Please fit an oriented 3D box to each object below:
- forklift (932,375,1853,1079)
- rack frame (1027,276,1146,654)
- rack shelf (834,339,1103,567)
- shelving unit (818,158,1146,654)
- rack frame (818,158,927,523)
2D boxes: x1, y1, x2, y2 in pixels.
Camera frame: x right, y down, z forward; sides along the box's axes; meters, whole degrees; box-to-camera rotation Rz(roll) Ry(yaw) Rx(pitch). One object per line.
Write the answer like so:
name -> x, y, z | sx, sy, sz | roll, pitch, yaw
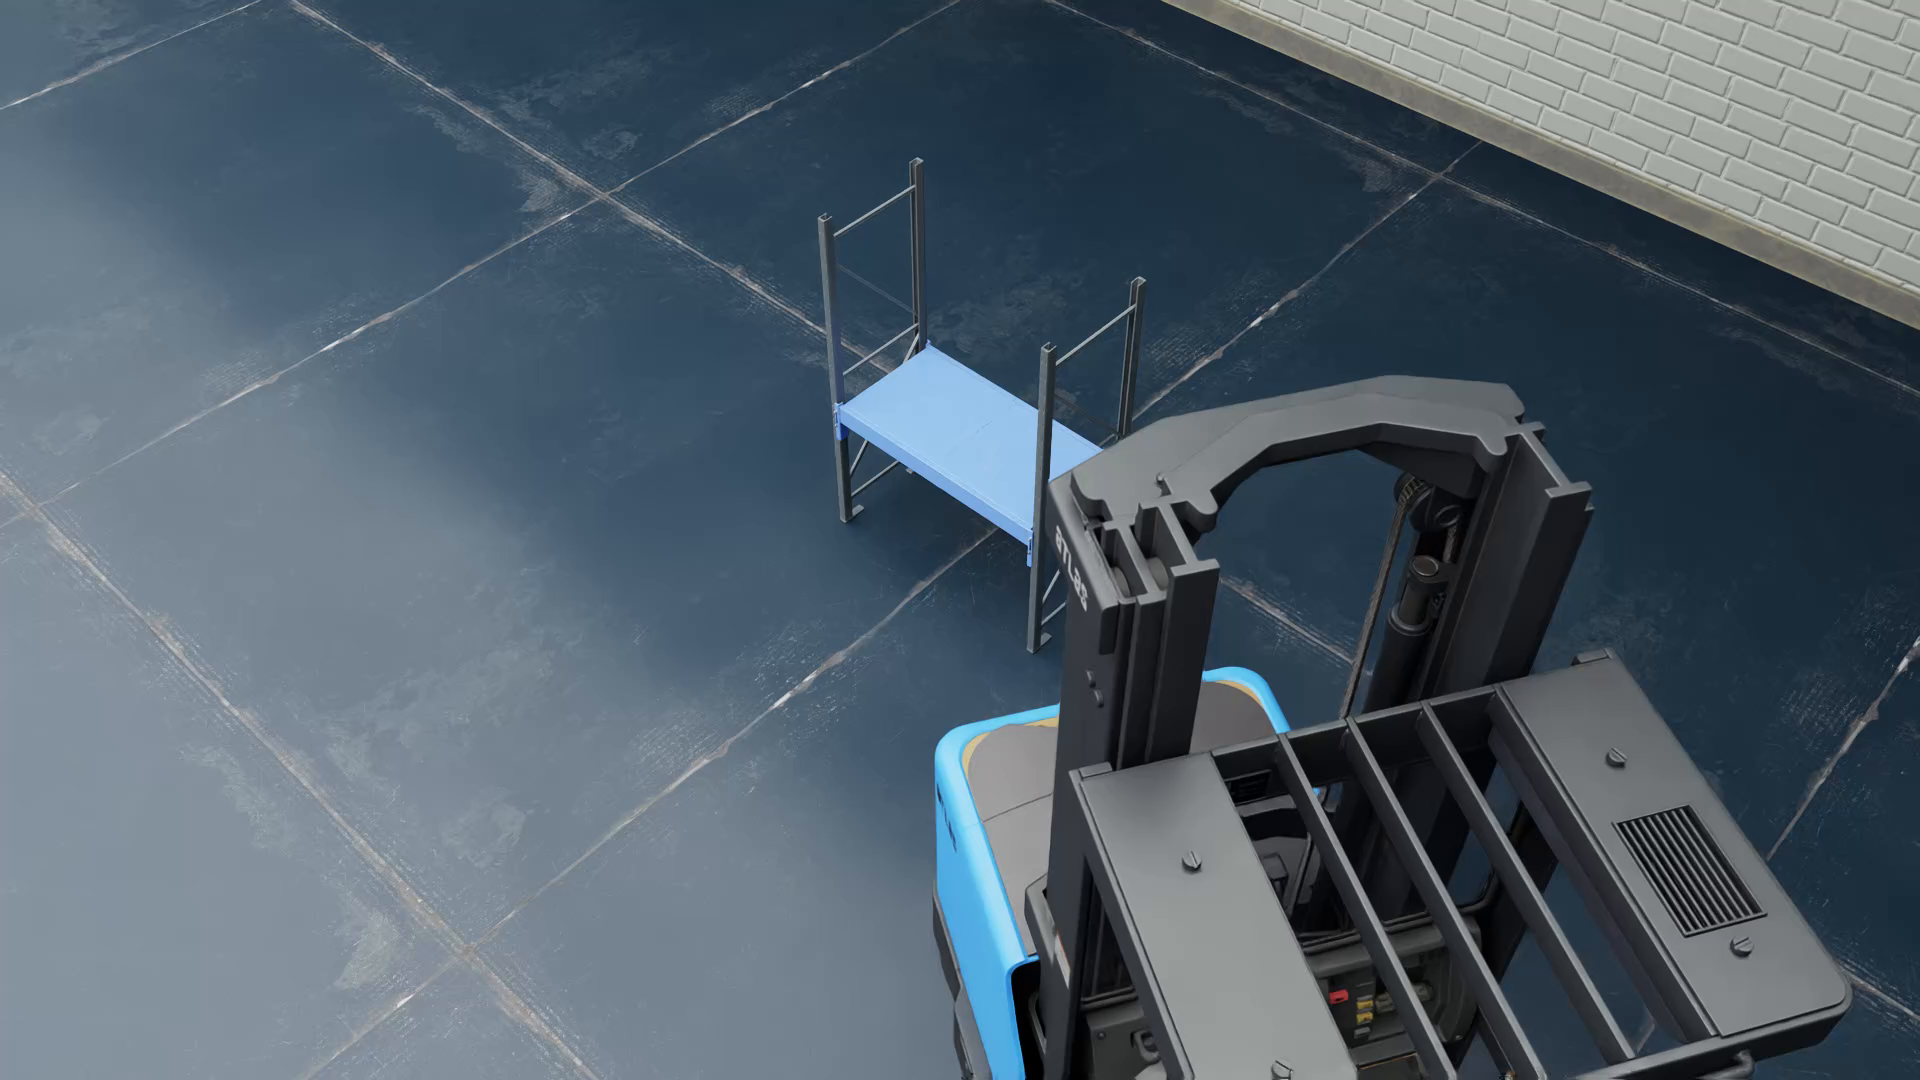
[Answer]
forklift -> 0.795, 1.223, 3.591 | 1.130, 2.935, 3.031 | -11, 48, -10
rack frame -> 0.436, -0.220, 5.928 | 0.032, 1.500, 0.500 | 34, 55, 28
rack shelf -> 0.063, -0.348, 6.295 | 1.000, 0.185, 0.538 | 34, 55, 28
shelving unit -> 0.063, -0.471, 6.164 | 1.048, 1.500, 0.538 | 34, 55, 28
rack frame -> -0.311, -0.723, 6.400 | 0.032, 1.500, 0.500 | 34, 55, 28
